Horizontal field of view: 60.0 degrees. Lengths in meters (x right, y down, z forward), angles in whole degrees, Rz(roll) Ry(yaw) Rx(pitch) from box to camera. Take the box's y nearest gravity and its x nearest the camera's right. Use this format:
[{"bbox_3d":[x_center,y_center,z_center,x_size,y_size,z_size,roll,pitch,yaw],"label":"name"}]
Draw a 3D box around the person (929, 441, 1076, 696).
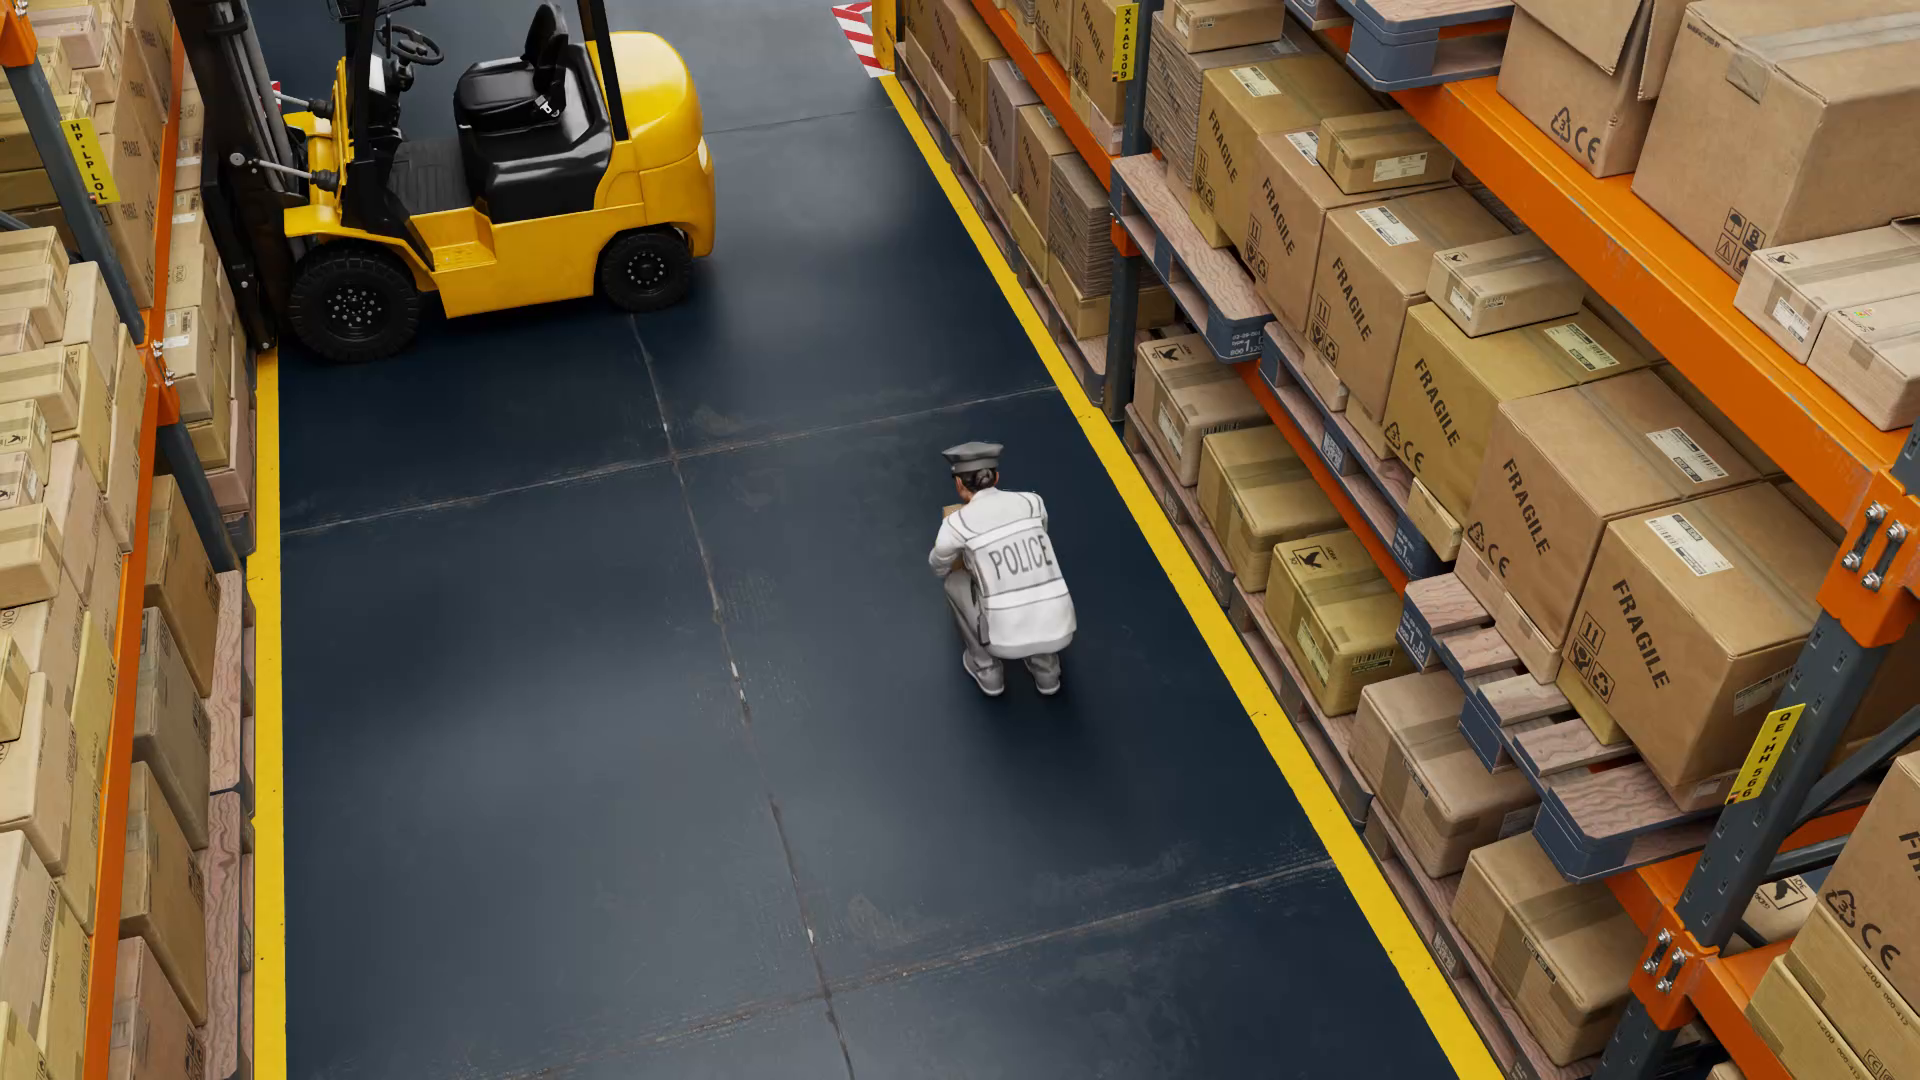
[{"bbox_3d":[0.161,0.132,6.540,0.493,0.967,0.831,-11,44,-11],"label":"person"}]
